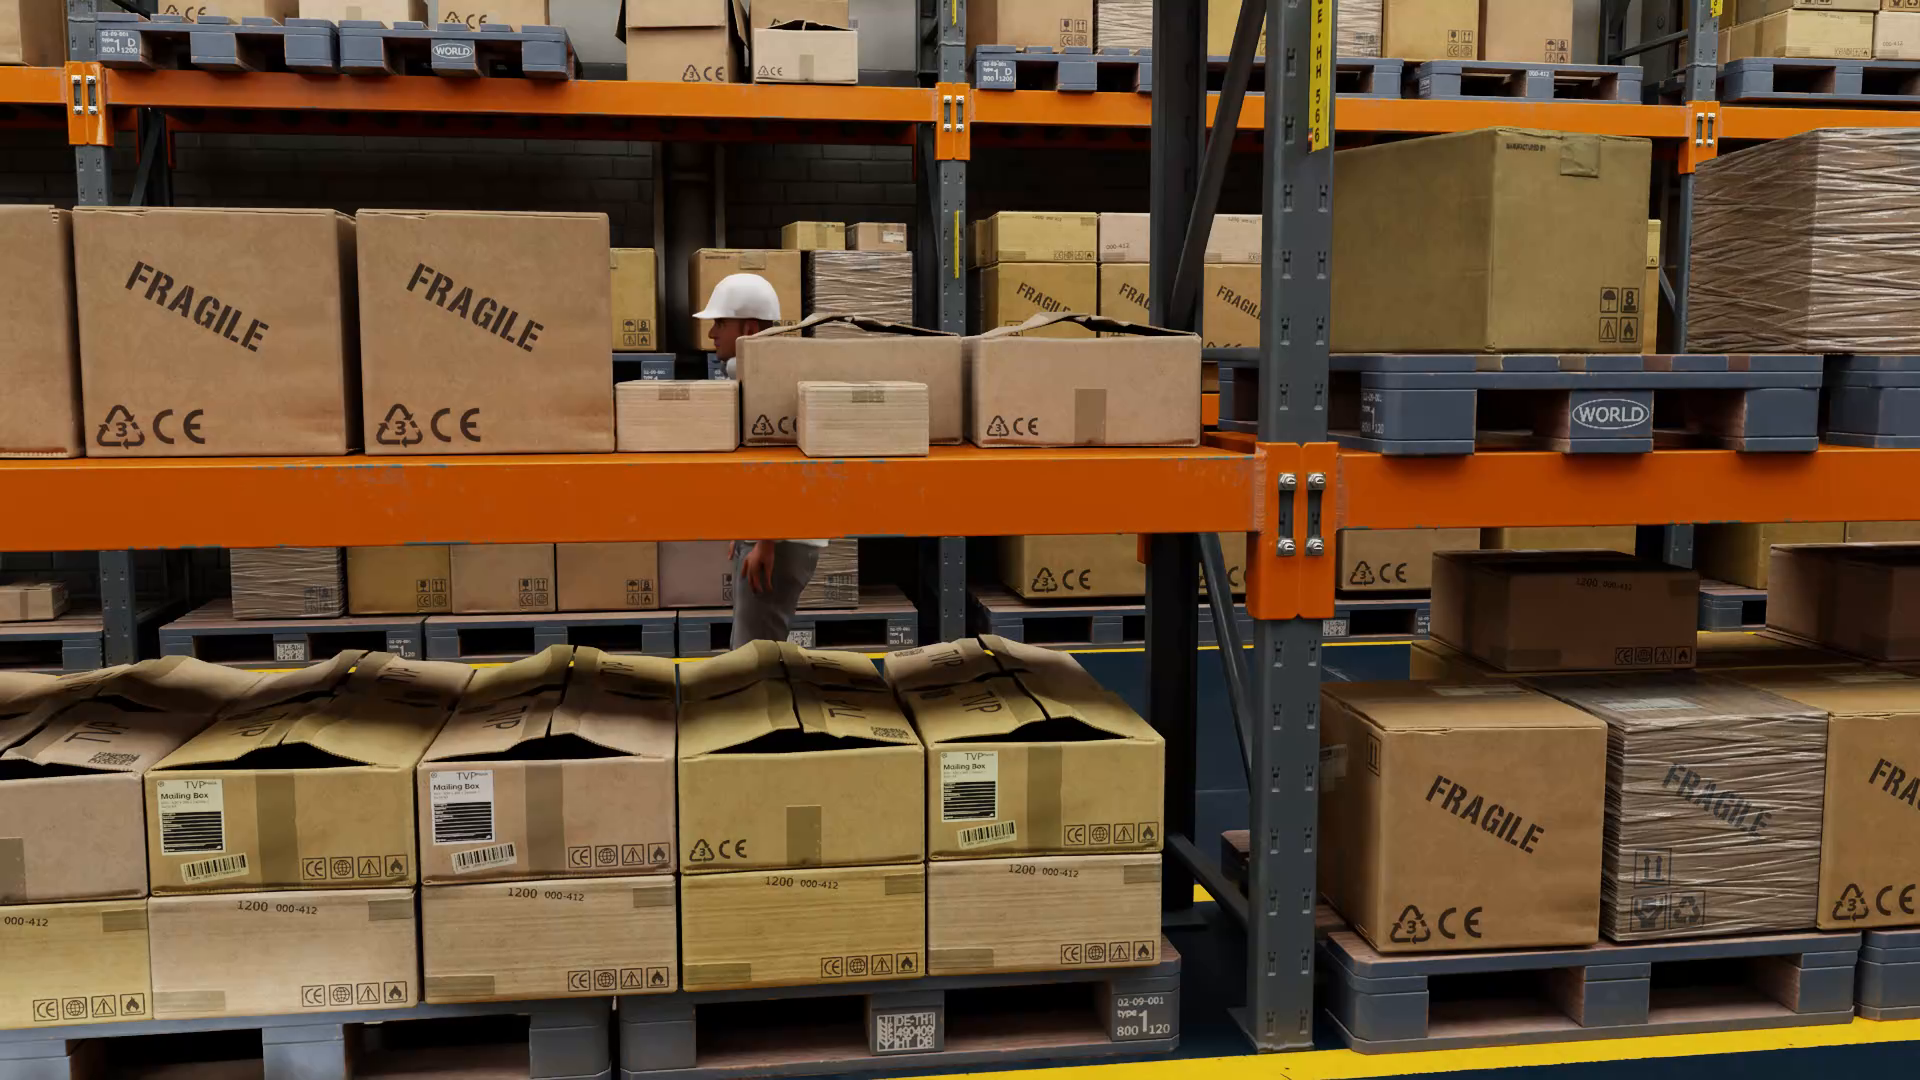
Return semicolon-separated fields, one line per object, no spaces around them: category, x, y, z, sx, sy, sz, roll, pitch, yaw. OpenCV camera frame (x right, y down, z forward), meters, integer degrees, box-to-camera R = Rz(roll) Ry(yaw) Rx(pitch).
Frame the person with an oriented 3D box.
person;-0.665;-0.006;5.644;0.458;1.773;0.594;-1;7;-12
